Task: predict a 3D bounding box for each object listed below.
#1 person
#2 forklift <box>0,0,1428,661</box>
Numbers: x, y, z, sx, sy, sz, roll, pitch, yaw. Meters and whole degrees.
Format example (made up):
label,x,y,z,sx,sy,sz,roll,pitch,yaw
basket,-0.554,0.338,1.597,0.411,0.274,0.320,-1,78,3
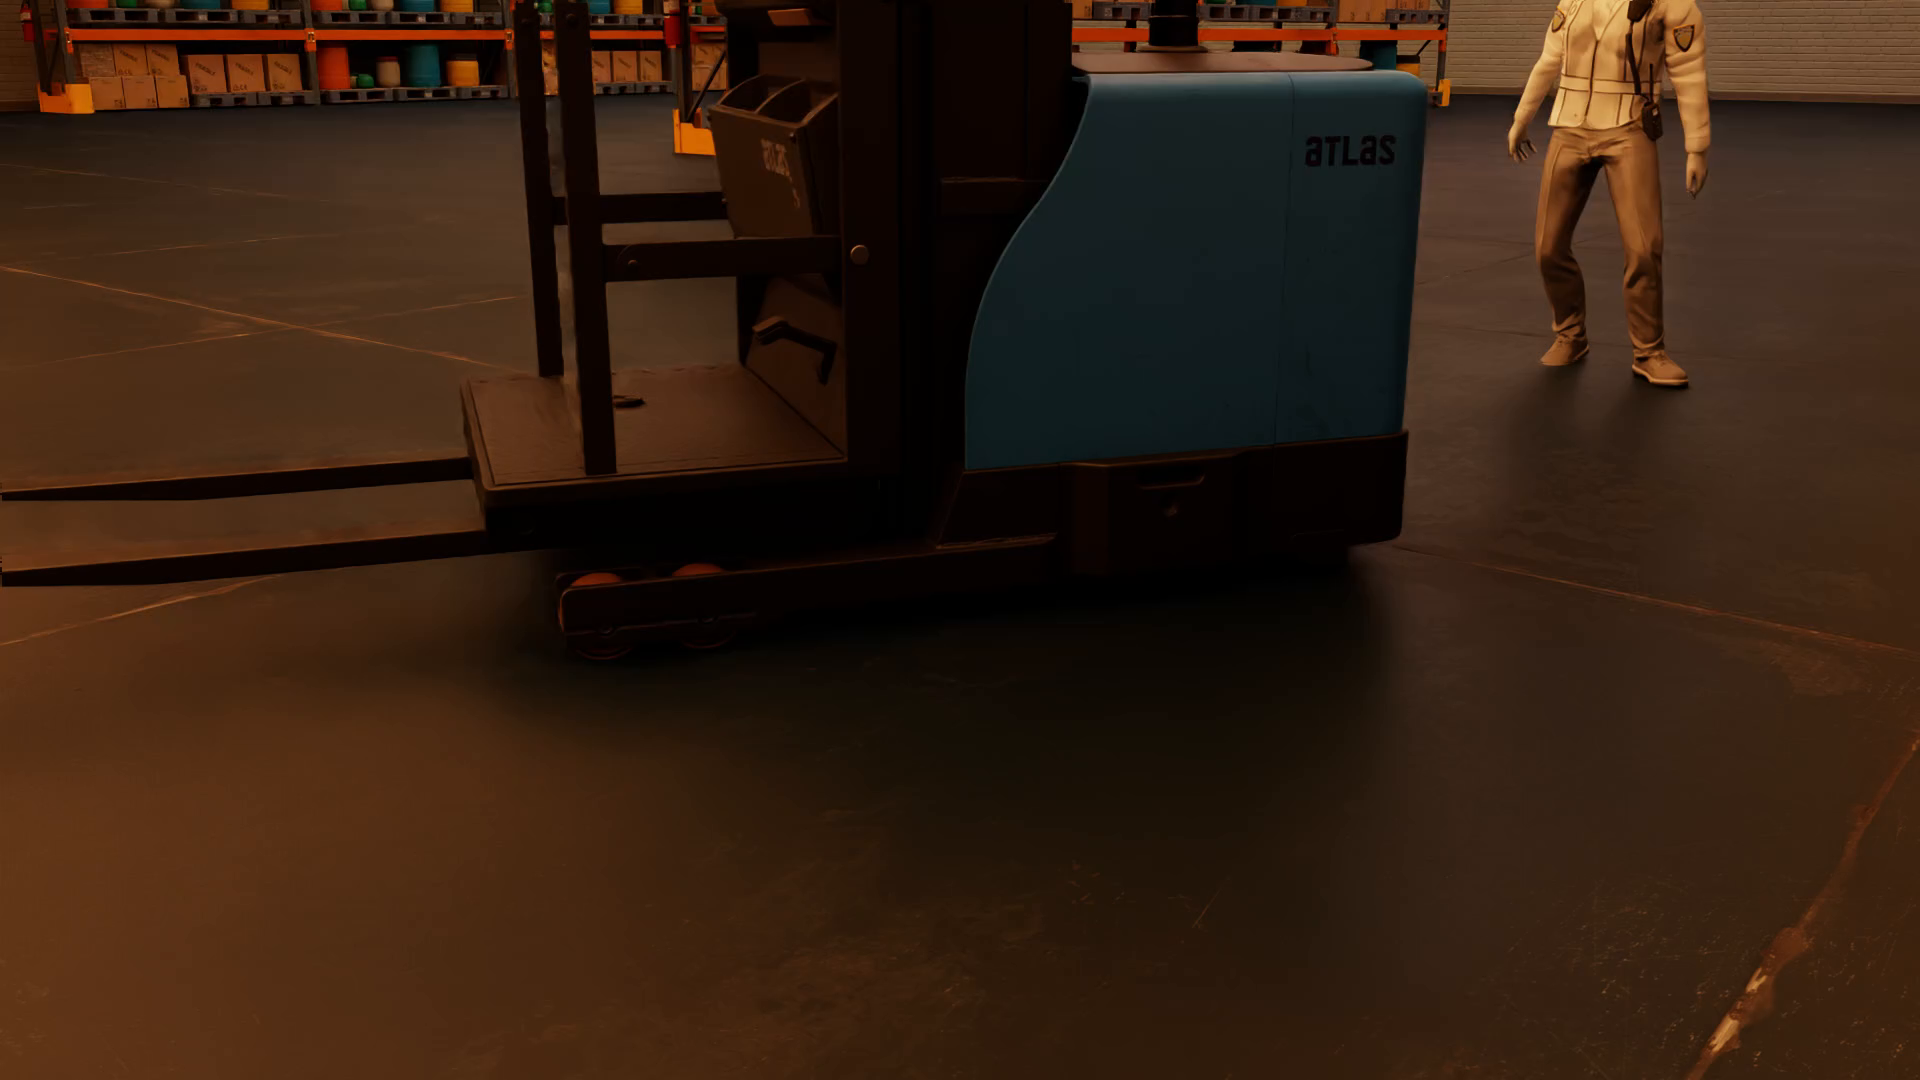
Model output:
label,x,y,z,sx,sy,sz,roll,pitch,yaw
person,2.247,-1.365,5.746,0.431,1.646,0.811,-14,22,-38
forklift,-0.579,-1.343,3.322,3.031,2.935,1.130,-6,18,-18
